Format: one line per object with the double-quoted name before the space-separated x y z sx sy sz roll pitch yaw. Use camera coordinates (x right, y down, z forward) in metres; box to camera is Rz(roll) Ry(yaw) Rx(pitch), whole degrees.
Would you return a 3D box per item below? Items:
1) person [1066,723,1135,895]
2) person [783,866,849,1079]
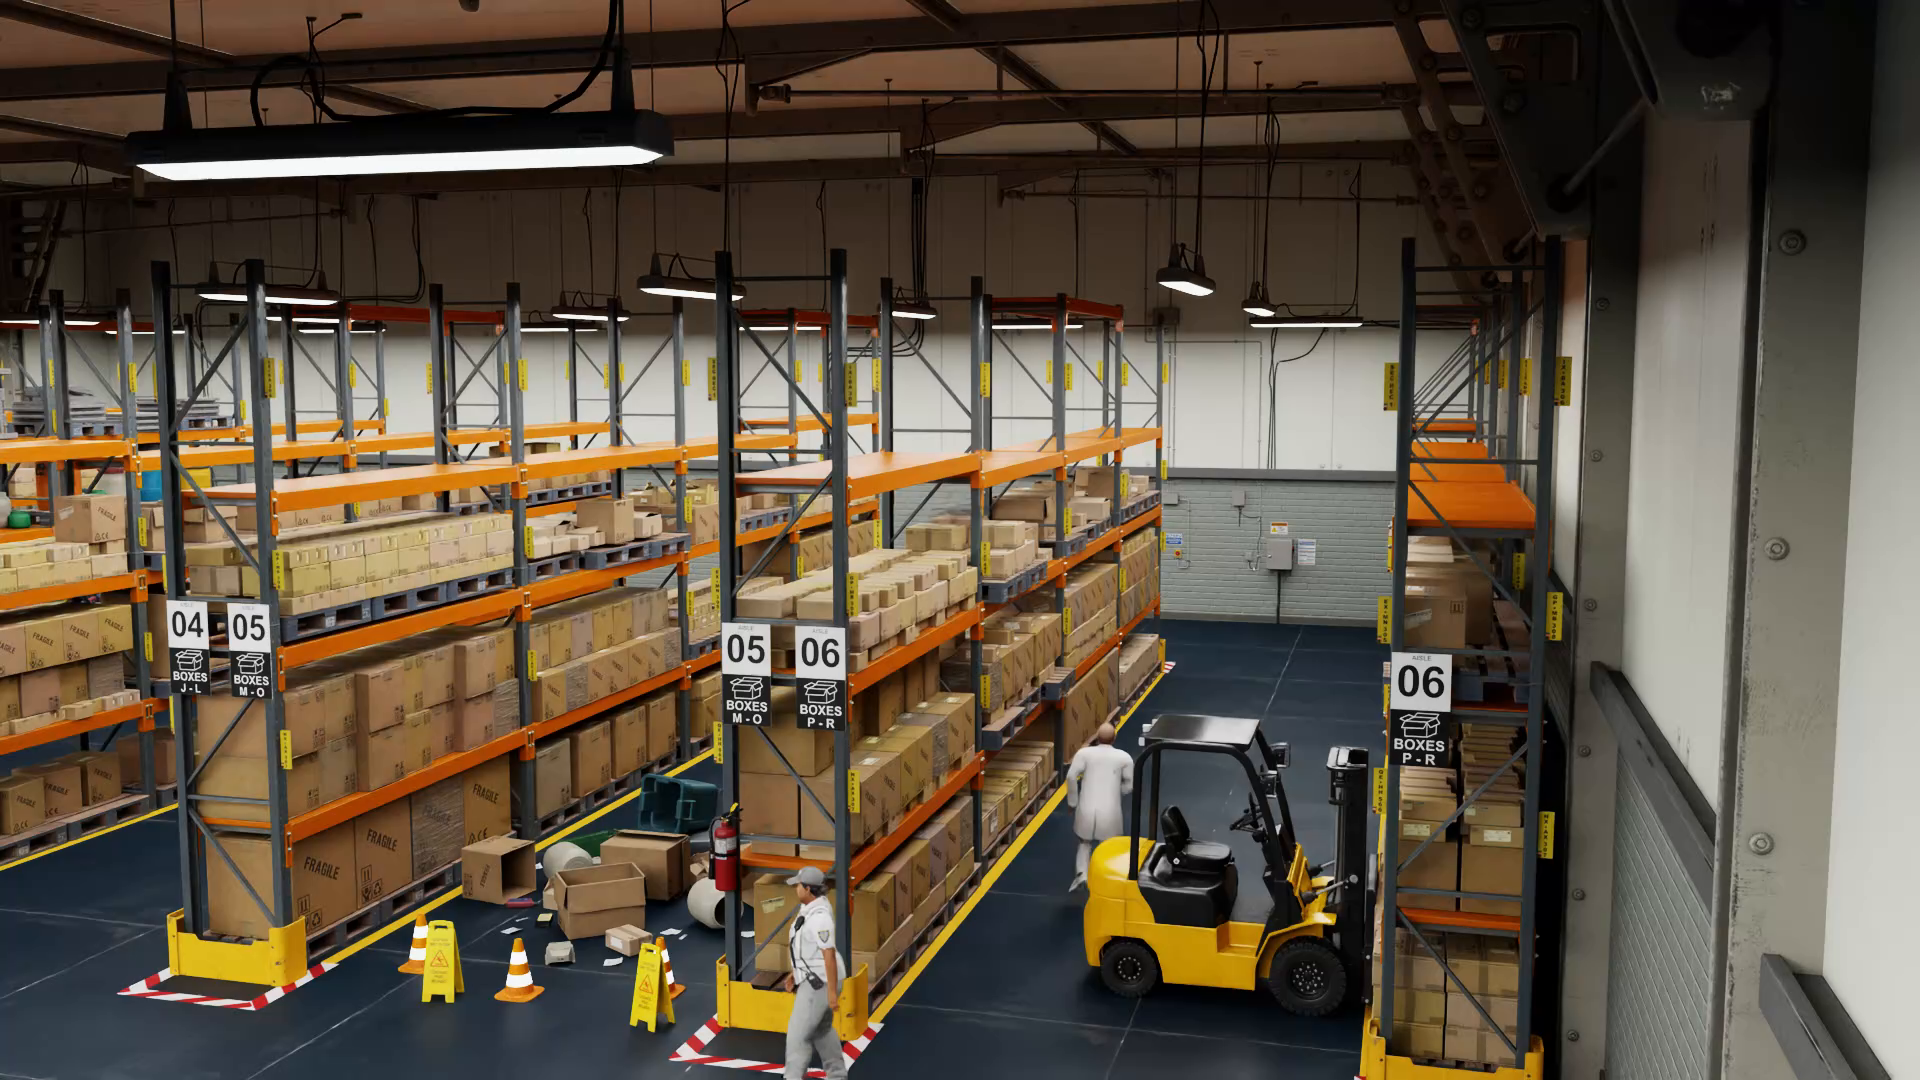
"person" 1.372 2.629 16.163 0.667 1.681 0.837 2 6 17
"person" -1.084 3.125 11.653 0.622 1.667 0.596 0 6 -4
